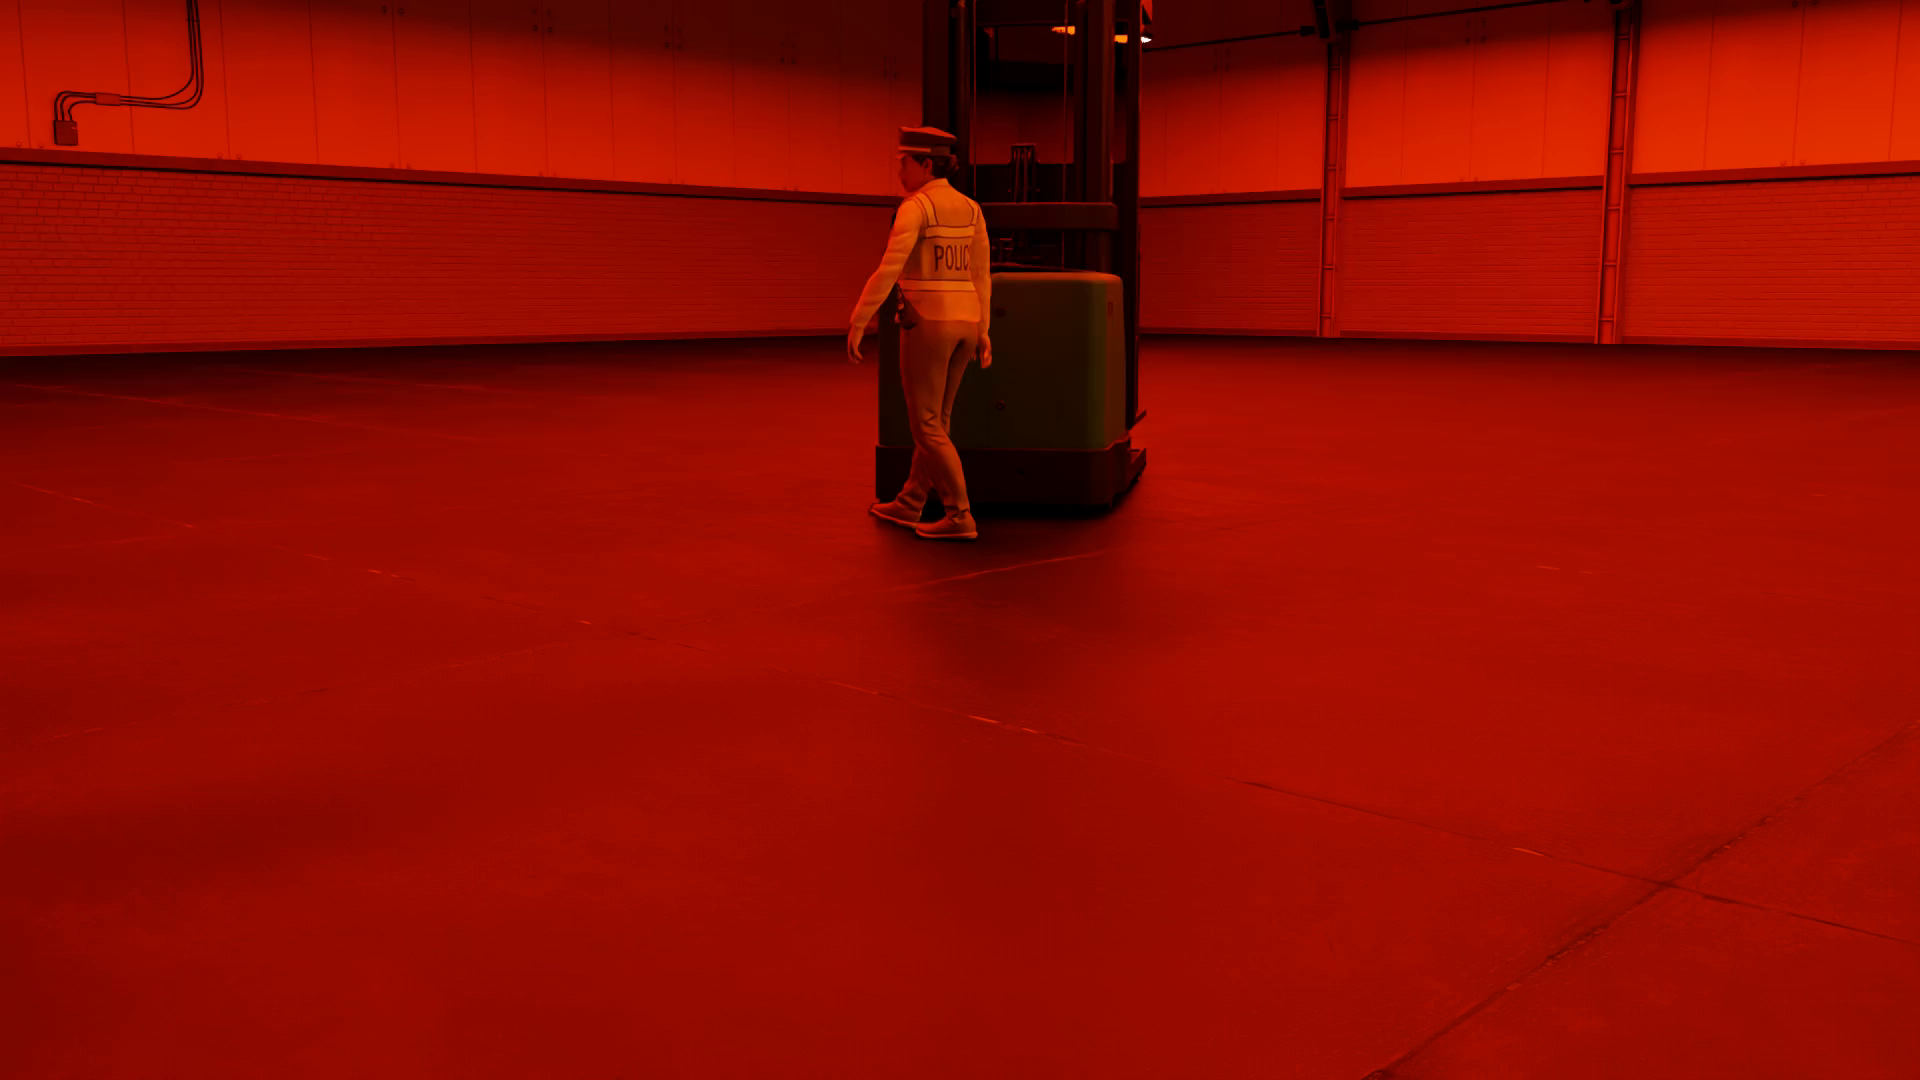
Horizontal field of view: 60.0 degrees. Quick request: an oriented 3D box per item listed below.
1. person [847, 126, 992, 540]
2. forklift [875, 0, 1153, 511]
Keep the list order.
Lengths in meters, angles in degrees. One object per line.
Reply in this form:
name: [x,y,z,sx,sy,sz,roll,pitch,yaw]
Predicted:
person: [-0.188,-0.837,6.776,0.668,1.644,0.652,6,11,36]
forklift: [0.400,-1.763,8.584,1.130,2.935,3.031,2,9,11]
